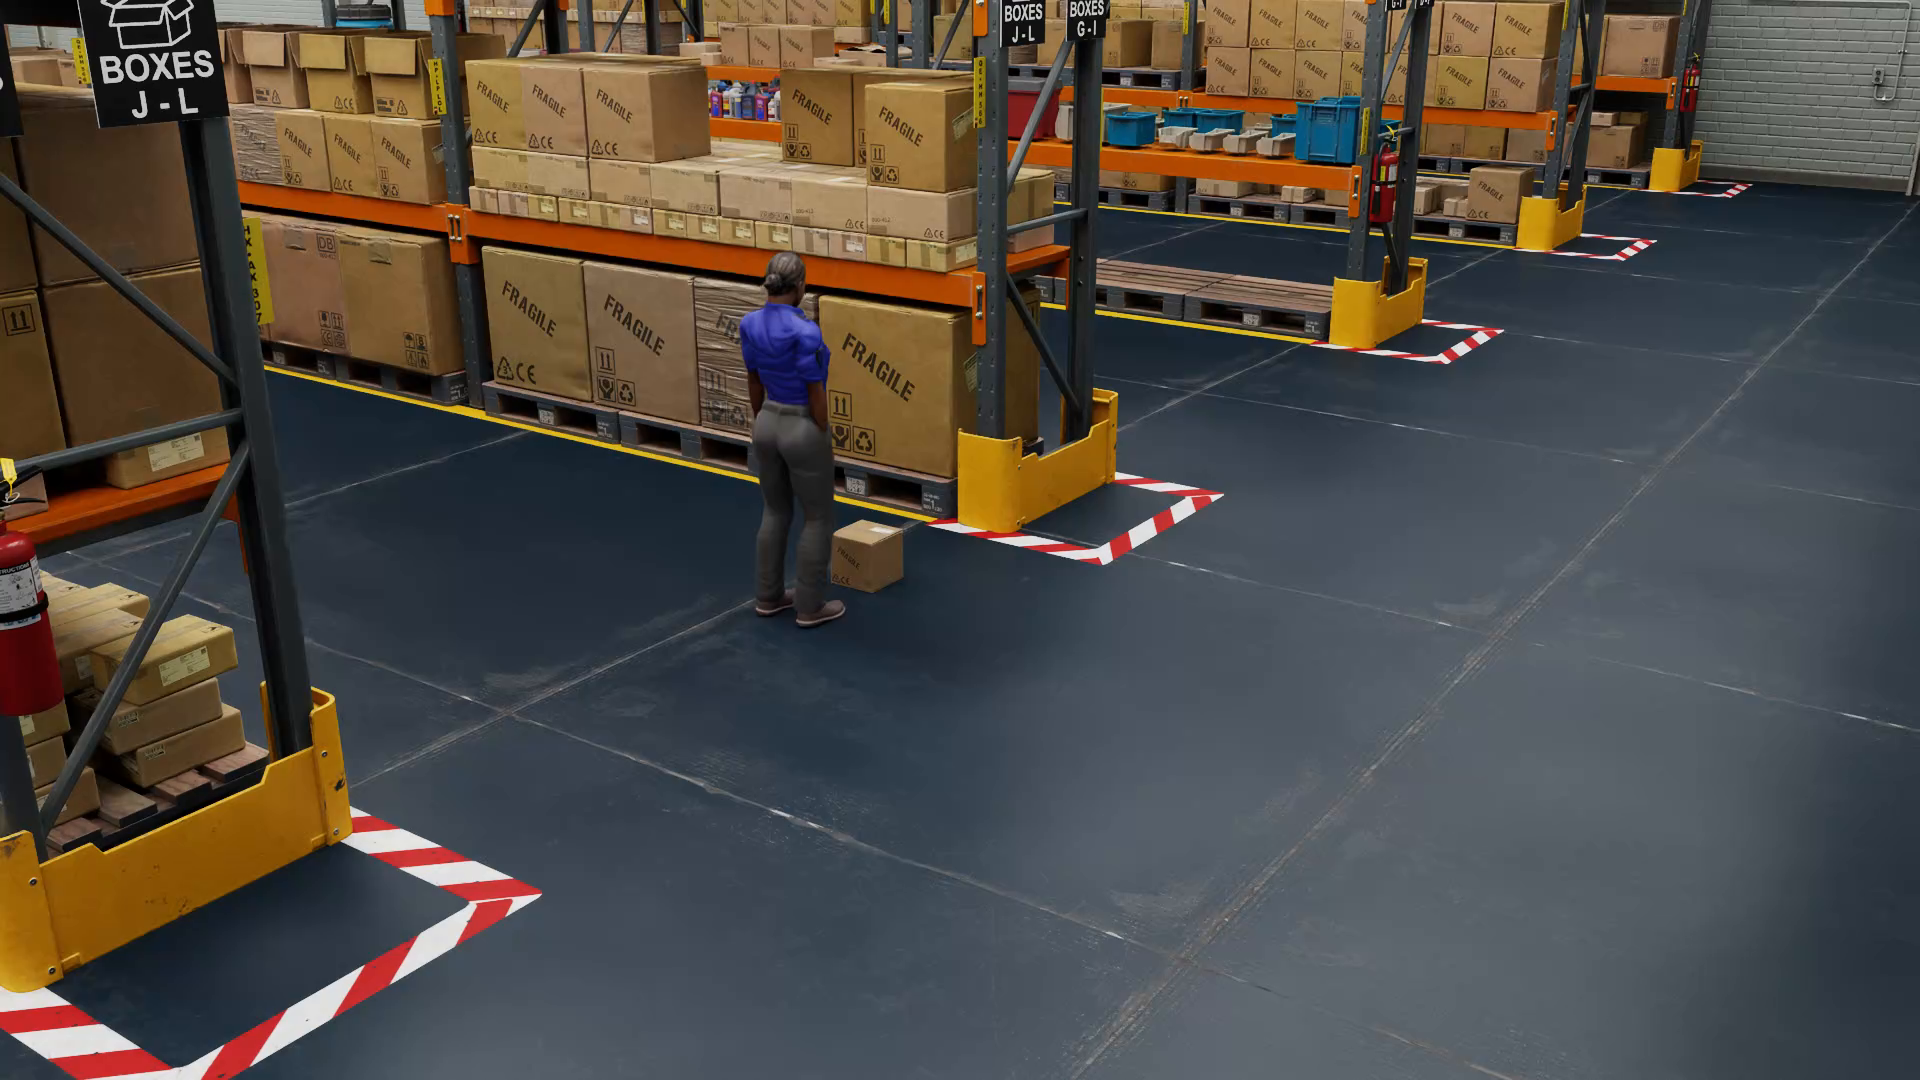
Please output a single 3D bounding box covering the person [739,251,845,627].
[{"bbox_3d":[-0.747,-0.441,7.316,0.440,1.652,0.302,14,24,33],"label":"person"}]
